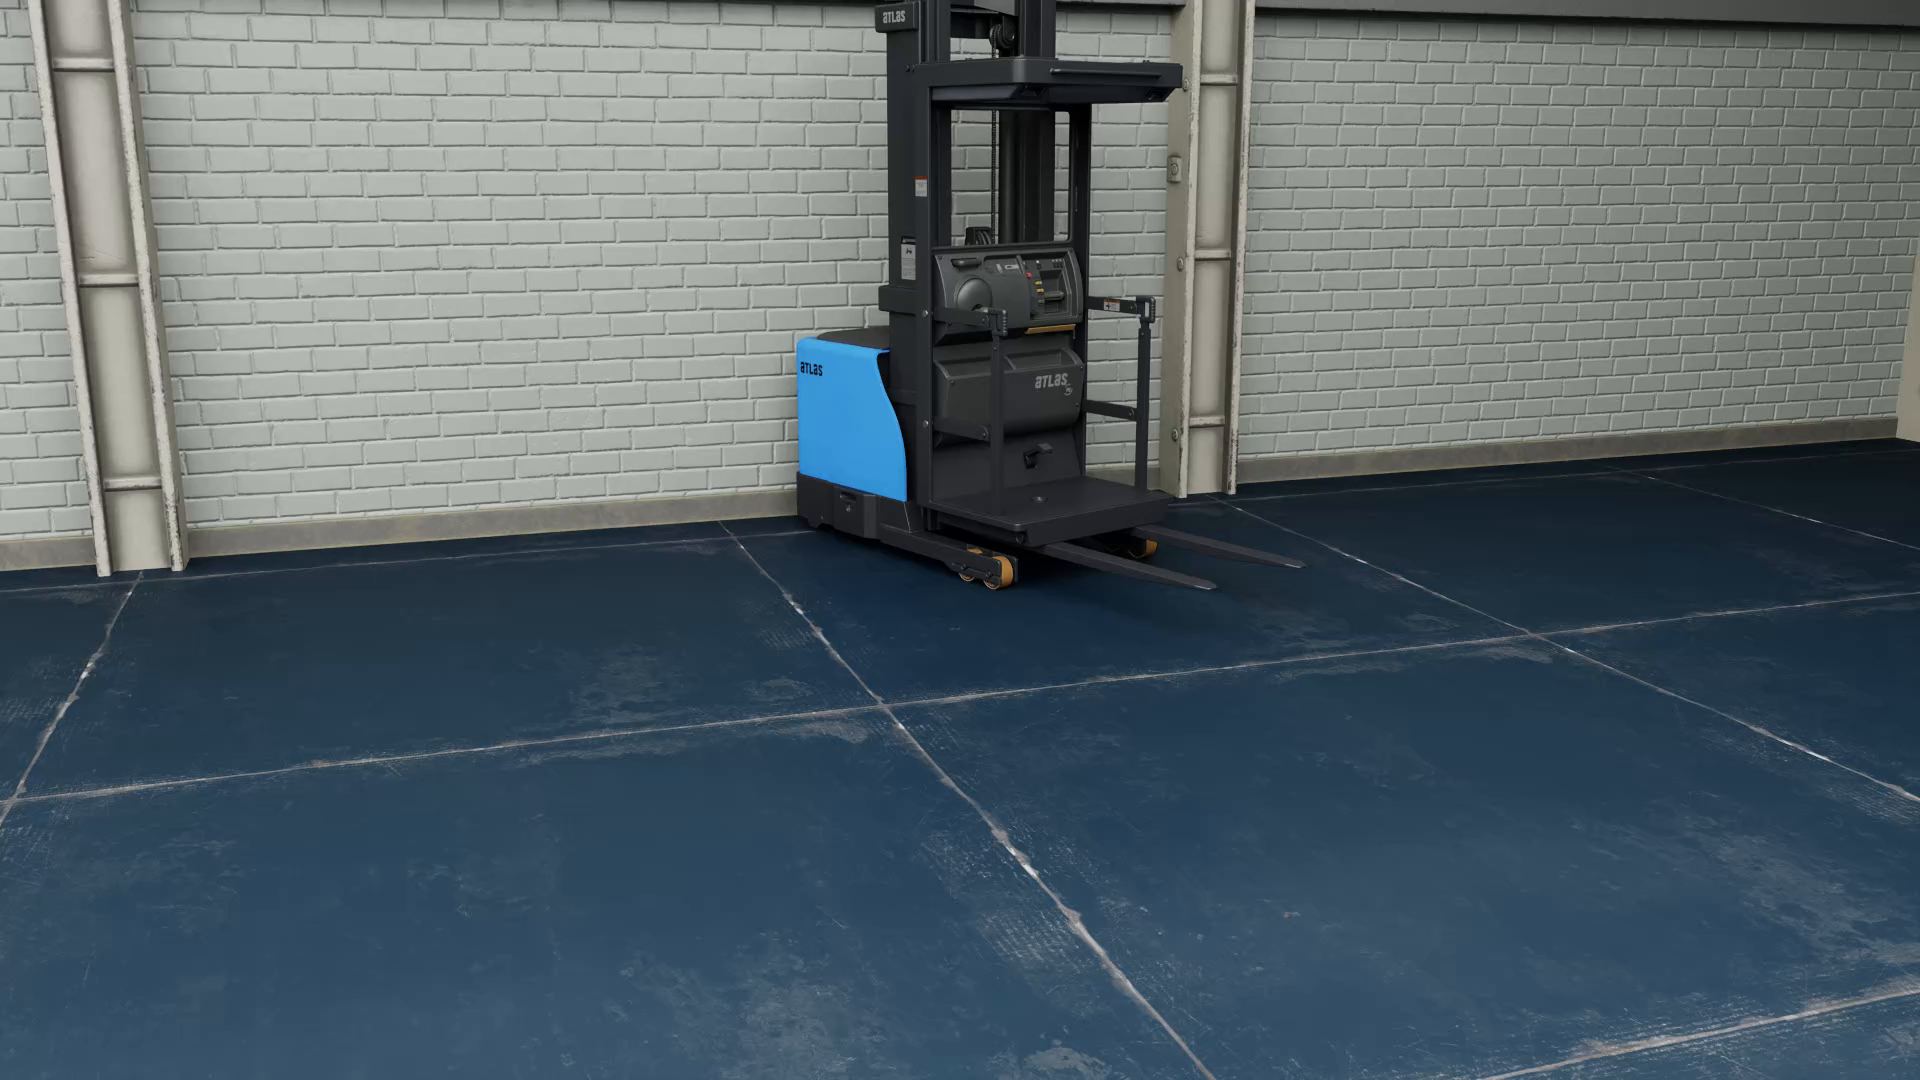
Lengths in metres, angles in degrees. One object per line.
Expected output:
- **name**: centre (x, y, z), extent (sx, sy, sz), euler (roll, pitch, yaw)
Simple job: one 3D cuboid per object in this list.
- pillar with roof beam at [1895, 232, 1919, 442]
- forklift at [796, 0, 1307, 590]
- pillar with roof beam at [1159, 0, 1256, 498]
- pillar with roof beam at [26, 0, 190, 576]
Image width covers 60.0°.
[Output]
- **pillar with roof beam**: centre (8.545, -4.184, 7.286), extent (0.400, 9.000, 9.100), euler (-4, 14, -18)
- **forklift**: centre (0.393, -1.314, 8.333), extent (1.130, 2.935, 3.031), euler (-11, 17, -38)
- **pillar with roof beam**: centre (2.859, -3.741, 5.424), extent (0.400, 9.000, 9.100), euler (-4, 14, -18)
- **pillar with roof beam**: centre (-2.828, -3.298, 3.562), extent (0.400, 9.000, 9.100), euler (-4, 14, -18)
